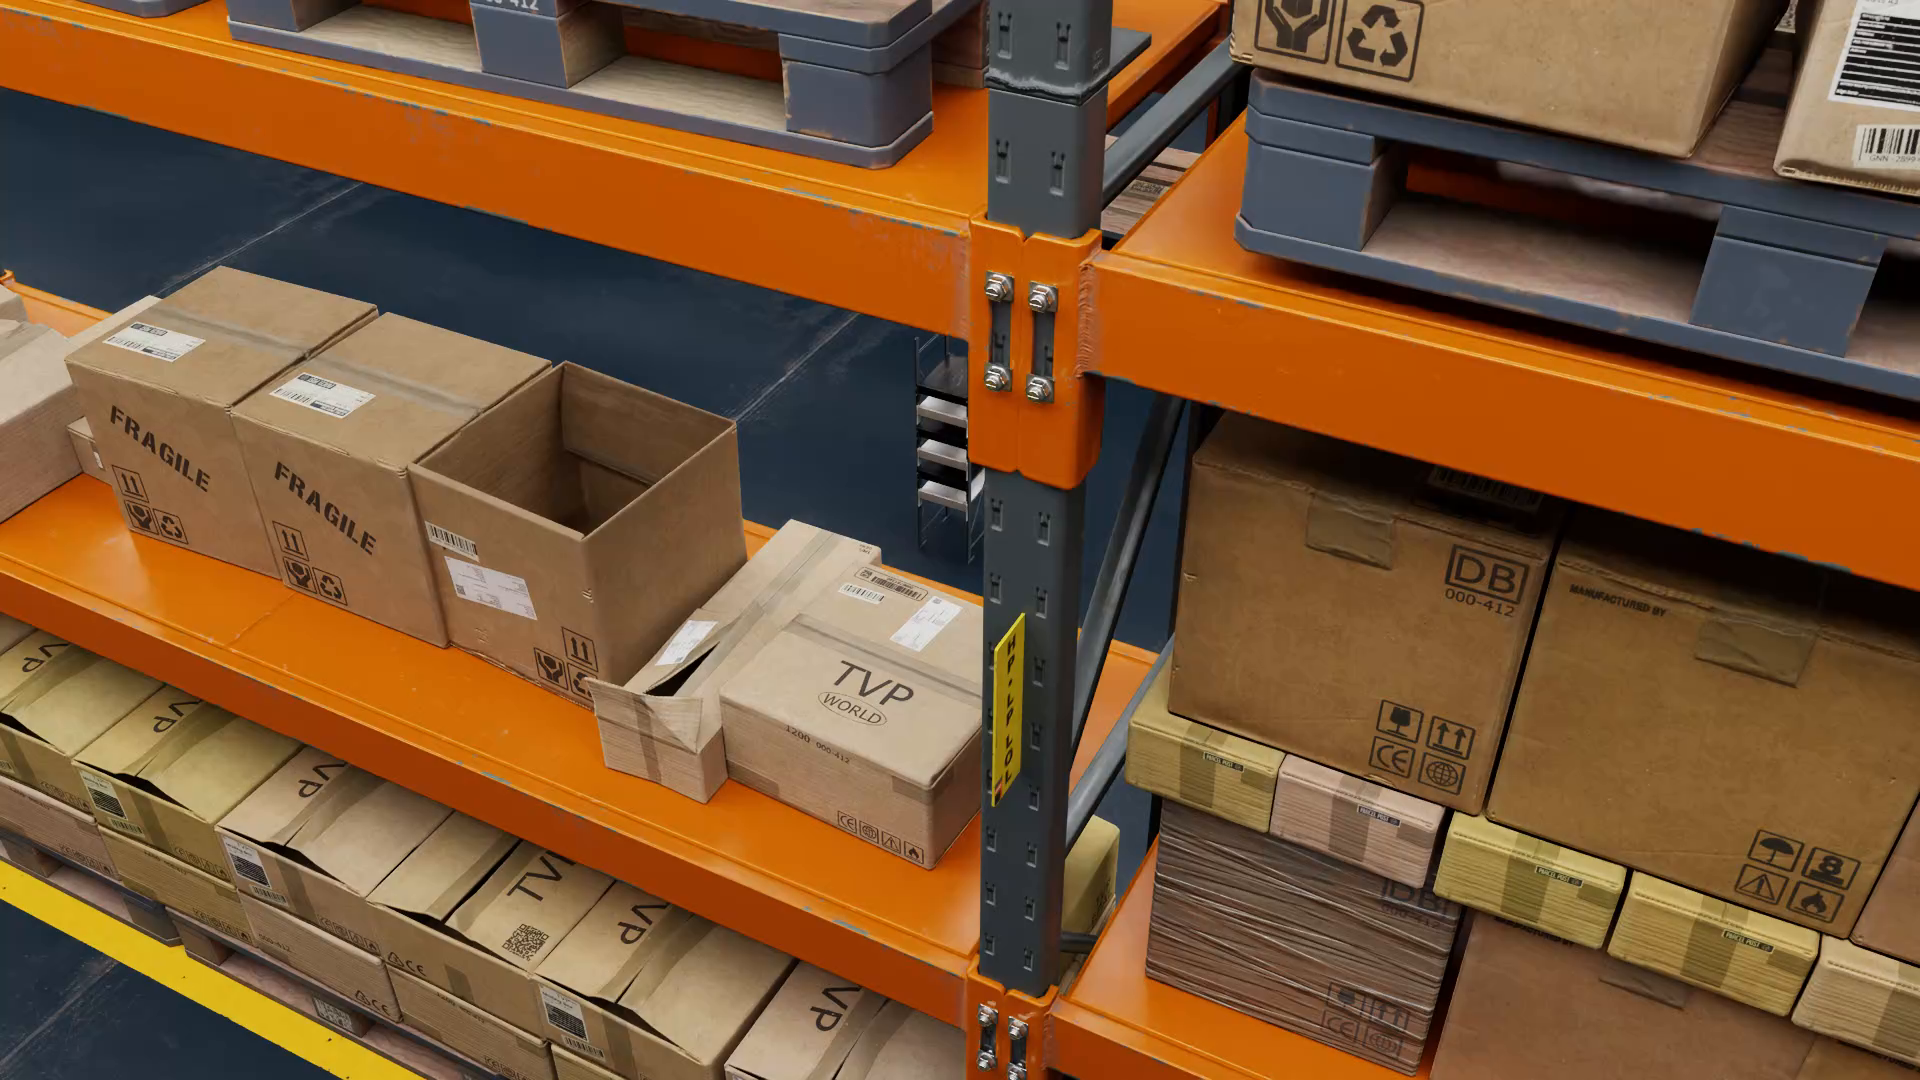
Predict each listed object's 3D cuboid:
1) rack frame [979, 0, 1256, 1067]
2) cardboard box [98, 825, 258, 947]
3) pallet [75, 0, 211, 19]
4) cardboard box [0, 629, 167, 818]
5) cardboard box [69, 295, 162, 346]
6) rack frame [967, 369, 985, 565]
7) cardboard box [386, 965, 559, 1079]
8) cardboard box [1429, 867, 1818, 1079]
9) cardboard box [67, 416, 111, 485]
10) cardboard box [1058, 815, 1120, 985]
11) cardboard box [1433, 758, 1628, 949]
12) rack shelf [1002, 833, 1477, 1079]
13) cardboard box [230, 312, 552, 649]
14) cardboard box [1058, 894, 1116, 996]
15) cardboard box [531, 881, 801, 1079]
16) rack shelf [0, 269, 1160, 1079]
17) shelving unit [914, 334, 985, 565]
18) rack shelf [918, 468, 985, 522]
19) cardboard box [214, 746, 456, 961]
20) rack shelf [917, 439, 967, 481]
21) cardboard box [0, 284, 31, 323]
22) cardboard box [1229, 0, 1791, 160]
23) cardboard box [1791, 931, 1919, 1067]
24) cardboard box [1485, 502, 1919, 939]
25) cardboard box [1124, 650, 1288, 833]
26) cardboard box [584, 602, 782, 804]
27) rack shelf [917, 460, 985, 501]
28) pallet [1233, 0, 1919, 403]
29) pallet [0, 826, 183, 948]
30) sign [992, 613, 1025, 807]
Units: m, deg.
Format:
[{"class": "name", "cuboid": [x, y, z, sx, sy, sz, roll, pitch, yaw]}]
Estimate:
[{"class": "rack frame", "cuboid": [0.315, 0.397, 3.246, 0.127, 3.000, 1.000, 17, 41, 21]}, {"class": "cardboard box", "cuboid": [-1.995, 0.797, 4.646, 0.500, 0.250, 0.500, 16, 40, 20]}, {"class": "pallet", "cuboid": [-1.598, -1.385, 3.268, 1.213, 0.211, 1.003, 19, 41, 24]}, {"class": "cardboard box", "cuboid": [-2.436, 0.434, 4.660, 0.500, 0.311, 0.500, 16, 40, 20]}, {"class": "cardboard box", "cuboid": [-2.311, -0.513, 4.653, 0.250, 0.149, 0.380, 17, 41, 21]}, {"class": "rack frame", "cuboid": [0.083, -0.332, 5.944, 0.006, 0.900, 0.240, 17, 41, 21]}, {"class": "cardboard box", "cuboid": [-1.089, 1.082, 4.271, 0.500, 0.250, 0.500, 18, 41, 22]}, {"class": "cardboard box", "cuboid": [1.184, 0.620, 2.869, 0.500, 0.500, 0.700, 17, 40, 21]}, {"class": "cardboard box", "cuboid": [-2.078, -0.291, 4.360, 0.250, 0.149, 0.380, 20, 42, 25]}, {"class": "cardboard box", "cuboid": [0.063, 0.853, 4.108, 0.500, 0.311, 0.500, 18, 41, 22]}, {"class": "cardboard box", "cuboid": [0.918, 0.418, 2.599, 0.250, 0.149, 0.380, 16, 40, 20]}, {"class": "rack shelf", "cuboid": [2.091, 1.240, 2.731, 4.000, 0.370, 1.077, 17, 41, 21]}, {"class": "cardboard box", "cuboid": [-1.272, -0.151, 3.885, 0.500, 0.500, 0.500, 17, 41, 22]}, {"class": "cardboard box", "cuboid": [0.071, 1.080, 4.273, 0.500, 0.250, 0.500, 16, 40, 20]}, {"class": "cardboard box", "cuboid": [-0.641, 1.002, 3.913, 0.500, 0.311, 0.500, 19, 41, 23]}, {"class": "rack shelf", "cuboid": [-1.460, 0.128, 4.196, 4.000, 0.370, 1.077, 17, 41, 21]}, {"class": "shelving unit", "cuboid": [-0.007, -0.361, 5.981, 0.210, 0.900, 0.258, 17, 41, 21]}, {"class": "rack shelf", "cuboid": [-0.007, -0.191, 6.110, 0.200, 0.077, 0.258, 17, 41, 21]}, {"class": "cardboard box", "cuboid": [-1.527, 0.720, 4.284, 0.500, 0.311, 0.500, 17, 40, 21]}, {"class": "rack shelf", "cuboid": [-0.007, -0.334, 6.001, 0.200, 0.077, 0.258, 17, 41, 21]}, {"class": "cardboard box", "cuboid": [-2.934, -0.555, 4.574, 0.500, 0.311, 0.500, 20, 42, 24]}, {"class": "cardboard box", "cuboid": [0.642, -0.779, 1.768, 0.500, 0.500, 0.500, 21, 42, 25]}, {"class": "cardboard box", "cuboid": [1.373, 0.561, 2.411, 0.250, 0.149, 0.380, 16, 40, 20]}, {"class": "cardboard box", "cuboid": [1.162, 0.100, 2.481, 0.500, 0.500, 0.700, 17, 40, 21]}, {"class": "cardboard box", "cuboid": [0.465, 0.278, 2.784, 0.250, 0.149, 0.380, 17, 41, 21]}, {"class": "cardboard box", "cuboid": [-0.550, 0.305, 3.479, 0.258, 0.266, 0.396, 16, 40, 20]}, {"class": "rack shelf", "cuboid": [-0.007, -0.262, 6.055, 0.200, 0.077, 0.258, 17, 41, 21]}, {"class": "pallet", "cuboid": [1.085, -0.539, 2.072, 1.213, 0.211, 1.003, 17, 41, 21]}, {"class": "pallet", "cuboid": [-2.523, 0.645, 5.225, 1.213, 0.211, 1.003, 17, 41, 21]}, {"class": "sign", "cuboid": [0.075, 0.261, 2.532, 0.005, 0.325, 0.100, 17, 41, 21]}]
